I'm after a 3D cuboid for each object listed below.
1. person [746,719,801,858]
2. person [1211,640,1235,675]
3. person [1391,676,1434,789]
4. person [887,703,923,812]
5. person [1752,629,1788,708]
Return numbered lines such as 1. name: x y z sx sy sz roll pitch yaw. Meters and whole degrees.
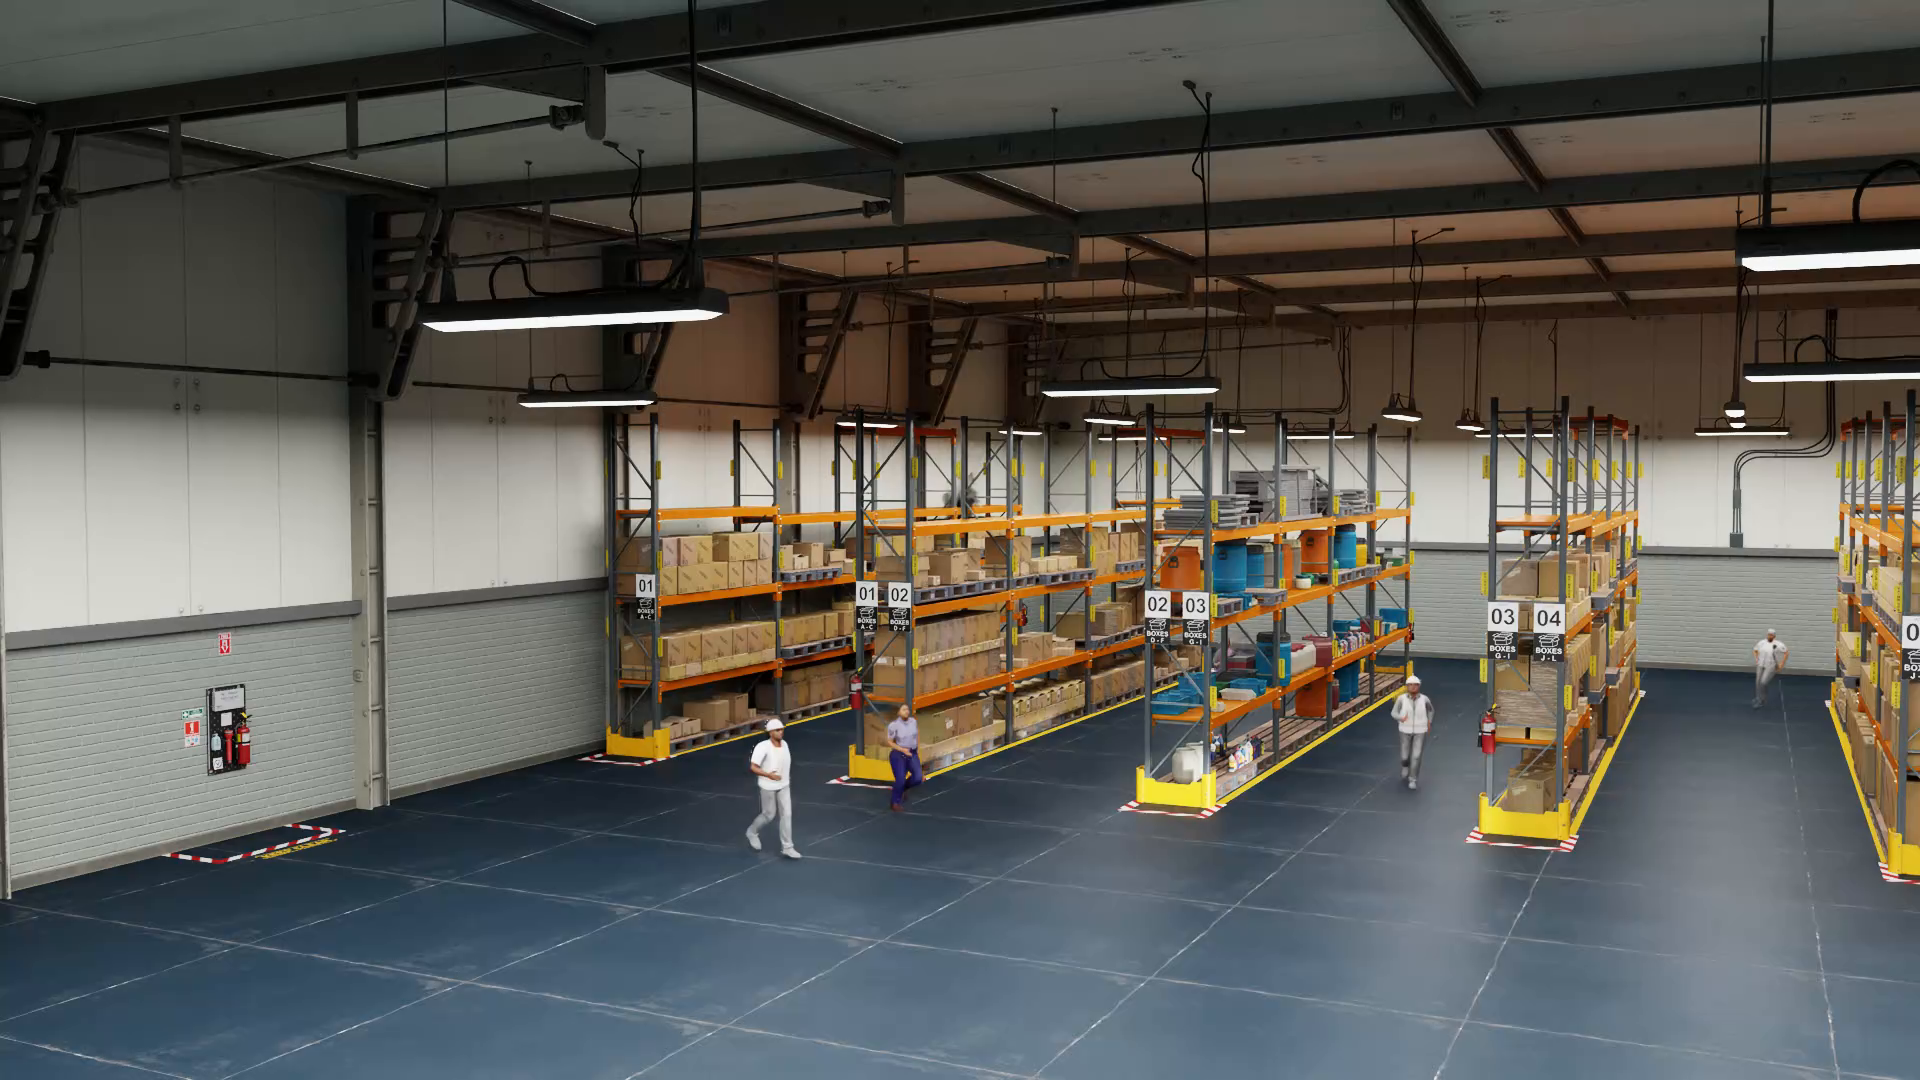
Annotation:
1. person: -2.429 3.201 21.565 0.699 1.763 0.932 -2 3 -45
2. person: 5.375 2.773 33.762 0.543 1.578 0.882 1 3 23
3. person: 7.160 3.017 26.296 0.665 1.743 0.775 1 2 13
4. person: -0.784 3.189 24.358 0.633 1.598 0.612 -2 3 -32
5. person: 17.067 2.716 35.159 0.755 1.694 0.697 -2 3 -41
